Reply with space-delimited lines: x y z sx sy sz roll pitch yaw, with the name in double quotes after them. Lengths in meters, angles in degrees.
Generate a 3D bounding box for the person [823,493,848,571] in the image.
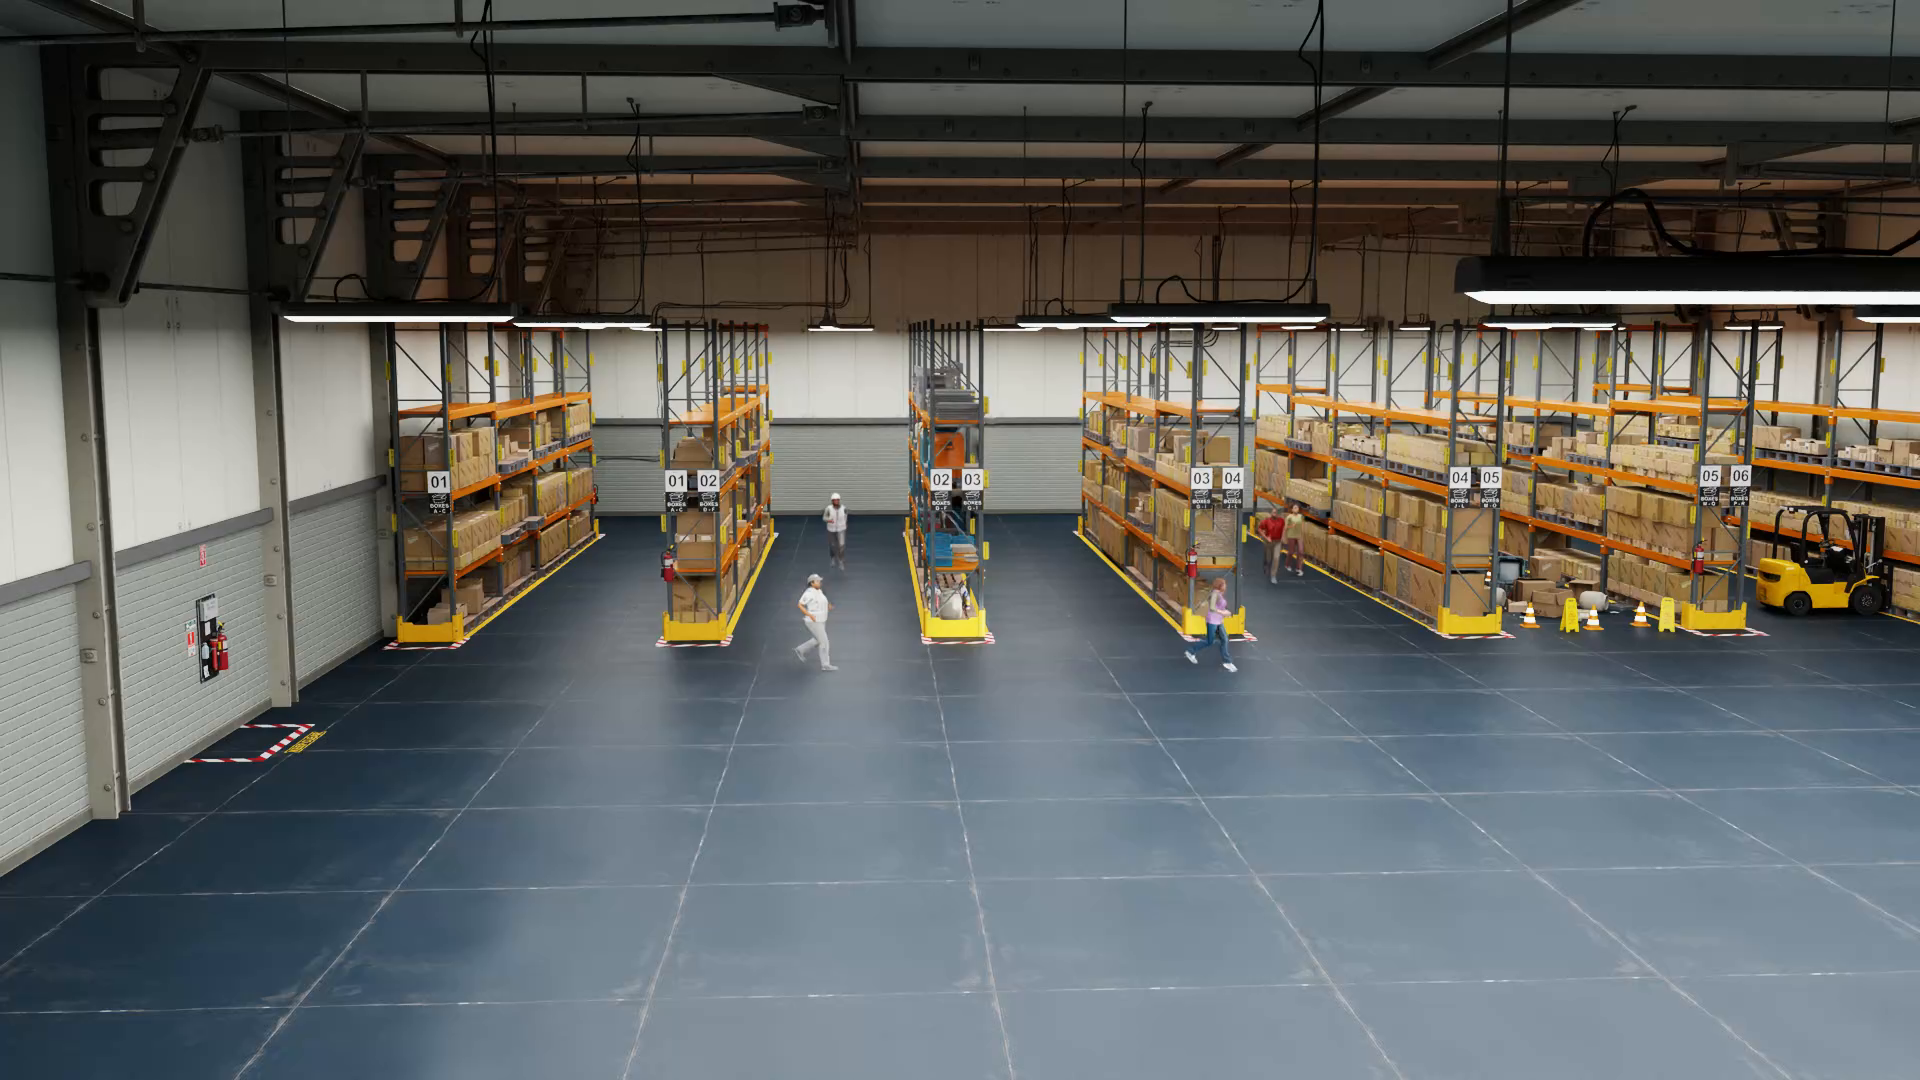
-2.925 -0.221 39.144 0.610 1.790 0.873 -1 7 -6 "person"

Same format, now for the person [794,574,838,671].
-2.487 1.395 28.470 0.870 1.639 0.619 2 7 19 "person"

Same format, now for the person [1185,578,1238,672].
4.317 1.430 28.412 0.931 1.600 0.563 3 8 23 "person"

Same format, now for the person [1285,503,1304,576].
7.990 -0.030 39.721 0.566 1.700 0.803 -1 7 -10 "person"

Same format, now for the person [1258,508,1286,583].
7.279 0.103 38.778 0.686 1.721 0.953 -1 7 -6 "person"
